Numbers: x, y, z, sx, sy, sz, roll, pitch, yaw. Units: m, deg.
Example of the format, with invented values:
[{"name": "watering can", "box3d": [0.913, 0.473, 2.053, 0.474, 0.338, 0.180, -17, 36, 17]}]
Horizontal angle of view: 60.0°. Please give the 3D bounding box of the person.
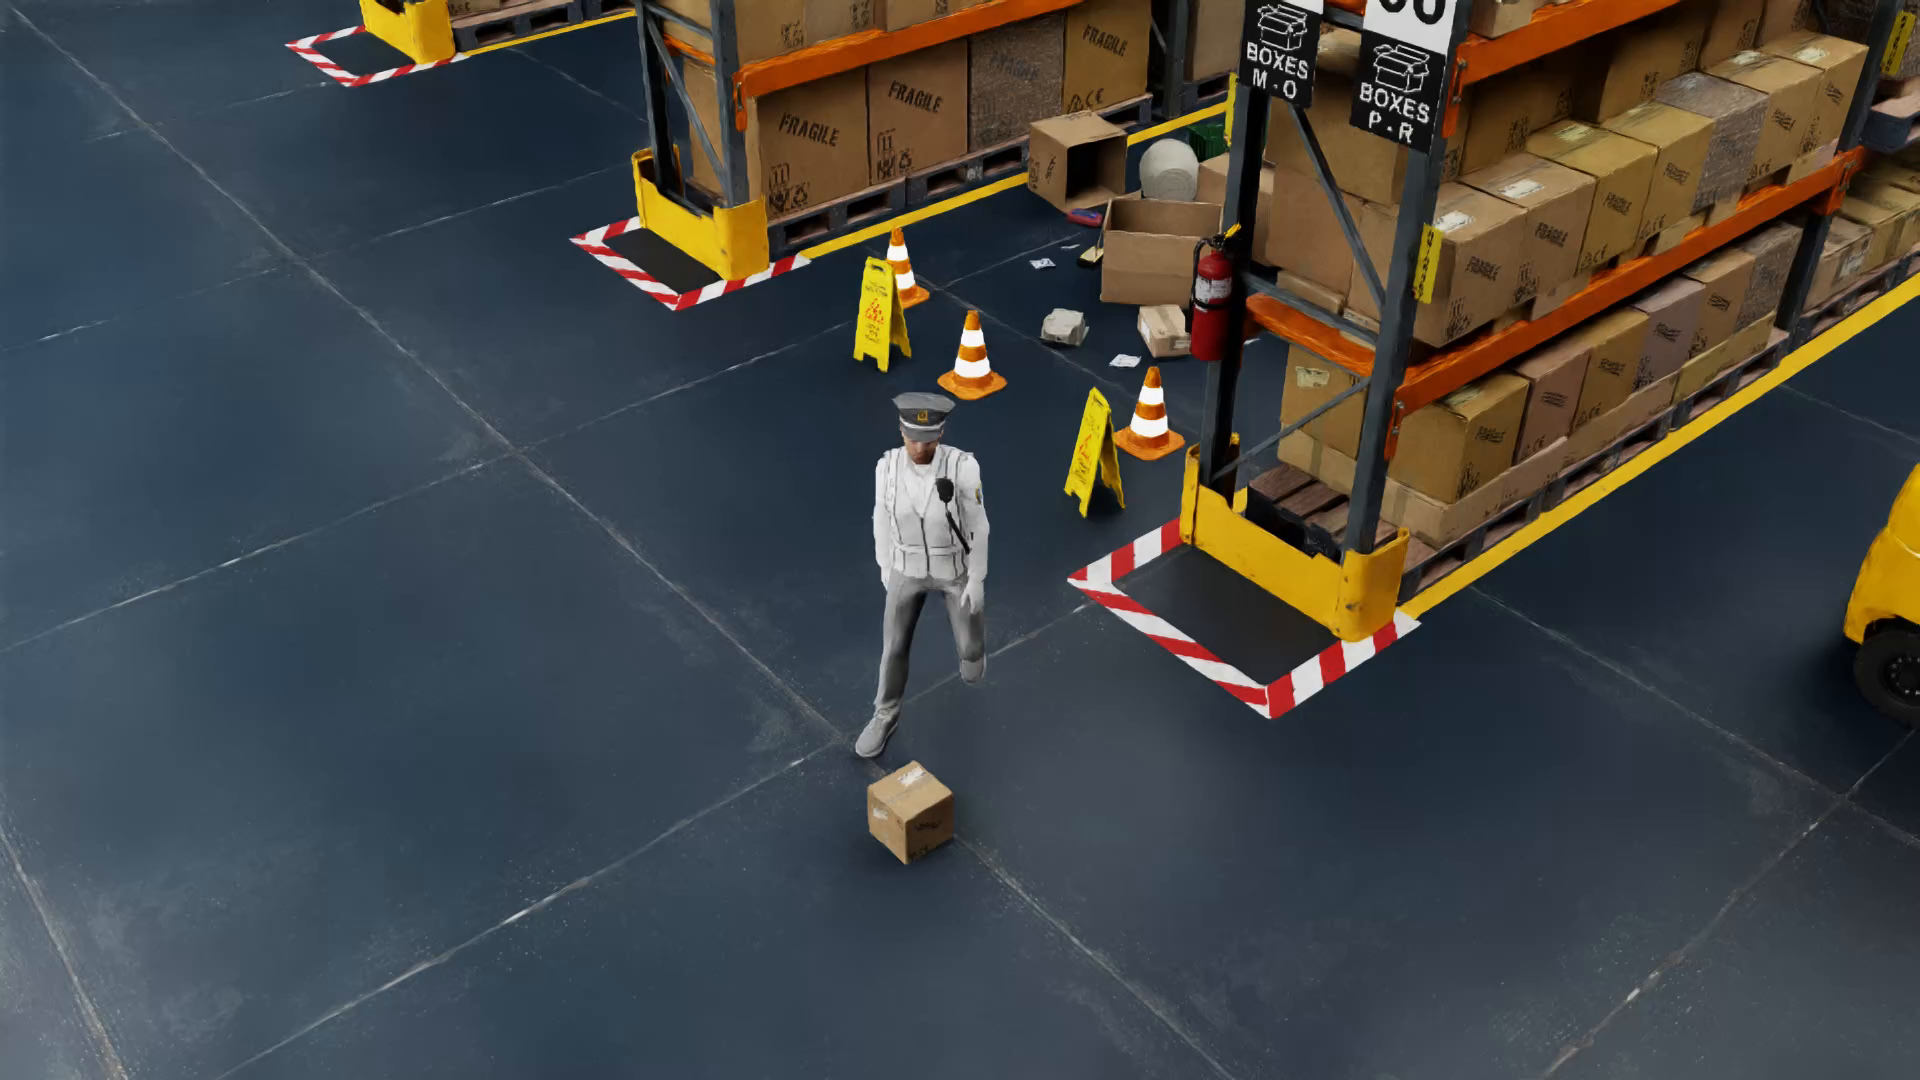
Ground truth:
[{"name": "person", "box3d": [-0.141, 0.094, 6.913, 0.540, 1.669, 0.692, 6, 36, 8]}]
